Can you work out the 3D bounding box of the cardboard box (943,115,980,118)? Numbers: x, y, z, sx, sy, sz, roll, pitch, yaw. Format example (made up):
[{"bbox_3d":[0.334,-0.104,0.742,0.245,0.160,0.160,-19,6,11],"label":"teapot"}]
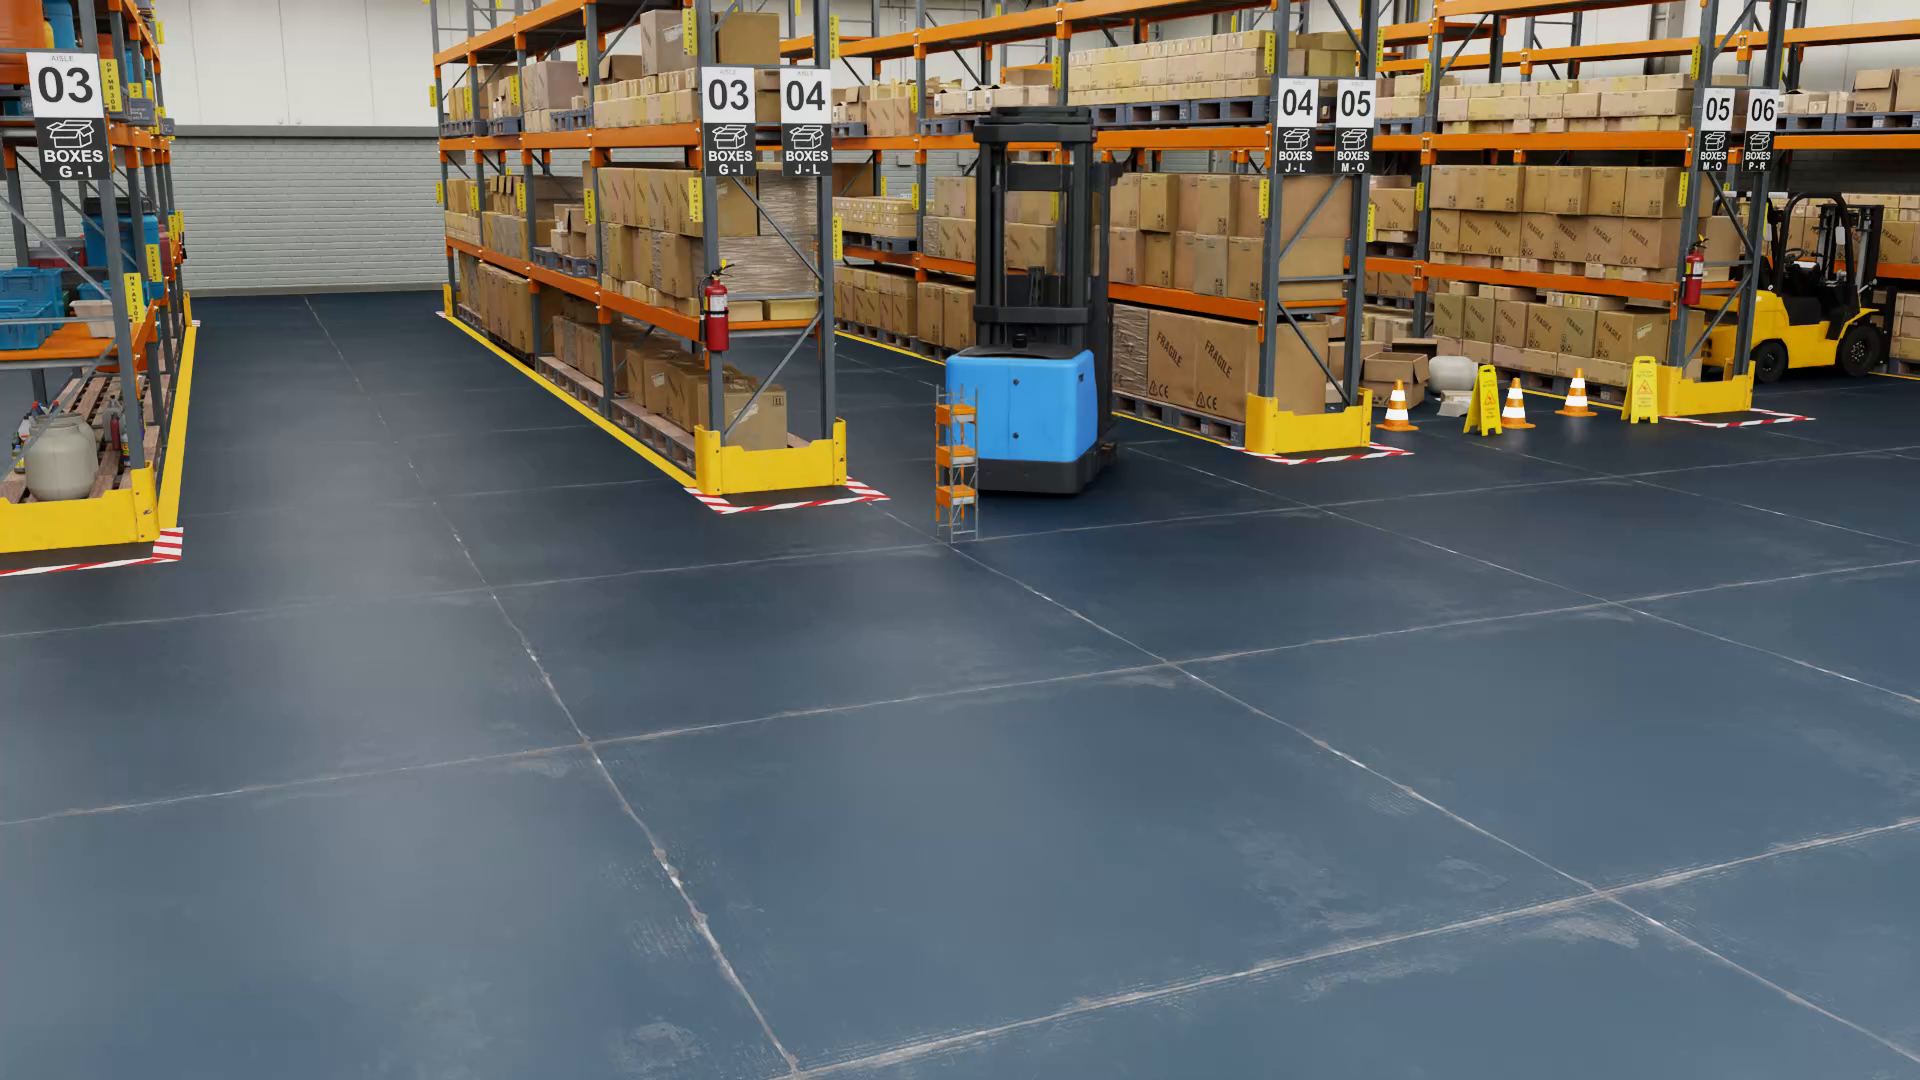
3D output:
[{"bbox_3d":[-0.067,-5.608,22.074,0.500,0.500,0.500,-6,14,-23],"label":"cardboard box"}]

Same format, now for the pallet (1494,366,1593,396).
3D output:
[{"bbox_3d":[6.809,-1.851,18.899,1.003,0.211,1.213,-6,14,-23],"label":"pallet"}]

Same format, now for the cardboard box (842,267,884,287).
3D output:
[{"bbox_3d":[-1.415,-3.848,24.293,0.500,0.250,0.500,-5,14,-21],"label":"cardboard box"}]

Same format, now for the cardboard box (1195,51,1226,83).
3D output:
[{"bbox_3d":[2.471,-4.269,15.029,0.500,0.250,0.500,-6,14,-23],"label":"cardboard box"}]

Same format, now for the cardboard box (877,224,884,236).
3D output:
[{"bbox_3d":[-0.902,-4.203,22.503,0.380,0.149,0.250,-5,14,-22],"label":"cardboard box"}]

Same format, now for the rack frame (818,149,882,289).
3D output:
[{"bbox_3d":[-1.684,-4.782,25.380,1.000,3.000,0.127,-6,14,-23],"label":"rack frame"}]

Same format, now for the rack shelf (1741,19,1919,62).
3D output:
[{"bbox_3d":[11.363,-6.011,19.866,1.077,0.370,4.000,-6,14,-23],"label":"rack shelf"}]

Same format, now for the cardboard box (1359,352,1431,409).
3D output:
[{"bbox_3d":[4.594,-1.689,17.552,0.637,0.503,0.797,6,14,26],"label":"cardboard box"}]

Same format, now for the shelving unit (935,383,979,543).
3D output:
[{"bbox_3d":[-0.021,-0.523,11.299,0.215,1.050,0.252,-6,14,-23],"label":"shelving unit"}]

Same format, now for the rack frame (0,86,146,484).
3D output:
[{"bbox_3d":[-6.001,-1.429,10.890,1.000,3.000,0.127,-6,14,-23],"label":"rack frame"}]

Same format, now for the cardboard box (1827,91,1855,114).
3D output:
[{"bbox_3d":[10.878,-5.362,20.376,0.396,0.266,0.258,-6,14,-24],"label":"cardboard box"}]

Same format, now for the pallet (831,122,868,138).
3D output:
[{"bbox_3d":[-1.117,-5.801,23.546,1.213,0.211,1.003,-6,14,-23],"label":"pallet"}]

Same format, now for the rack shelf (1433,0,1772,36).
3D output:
[{"bbox_3d":[6.816,-5.755,17.880,1.077,0.370,4.000,-6,14,-23],"label":"rack shelf"}]

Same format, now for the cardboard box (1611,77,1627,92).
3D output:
[{"bbox_3d":[6.970,-4.707,17.189,0.380,0.149,0.250,-6,14,-23],"label":"cardboard box"}]

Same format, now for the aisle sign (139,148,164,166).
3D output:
[{"bbox_3d":[-12.171,-6.042,25.058,0.394,0.787,0.004,-6,14,-23],"label":"aisle sign"}]

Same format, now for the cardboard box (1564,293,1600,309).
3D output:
[{"bbox_3d":[6.751,-2.581,17.936,0.380,0.149,0.250,-5,14,-22],"label":"cardboard box"}]

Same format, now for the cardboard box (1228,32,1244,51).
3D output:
[{"bbox_3d":[2.578,-4.374,14.601,0.380,0.149,0.250,-6,14,-23],"label":"cardboard box"}]

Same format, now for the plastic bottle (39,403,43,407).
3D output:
[{"bbox_3d":[-7.877,-1.035,14.263,0.097,0.271,0.097,0,13,0],"label":"plastic bottle"}]

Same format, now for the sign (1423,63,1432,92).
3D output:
[{"bbox_3d":[5.508,-5.452,19.600,0.100,0.325,0.005,-6,14,-23],"label":"sign"}]

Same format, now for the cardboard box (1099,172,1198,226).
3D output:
[{"bbox_3d":[1.963,-3.546,17.312,0.875,0.550,0.550,-6,14,-23],"label":"cardboard box"}]

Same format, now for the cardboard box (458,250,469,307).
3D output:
[{"bbox_3d":[-7.542,-4.226,26.757,0.875,0.875,0.875,-6,14,-23],"label":"cardboard box"}]

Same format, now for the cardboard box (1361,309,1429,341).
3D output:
[{"bbox_3d":[5.512,-2.778,21.617,0.950,0.372,0.625,-5,14,-19],"label":"cardboard box"}]

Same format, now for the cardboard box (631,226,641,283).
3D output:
[{"bbox_3d":[-2.481,-2.597,15.056,0.875,0.500,0.500,-6,14,-23],"label":"cardboard box"}]

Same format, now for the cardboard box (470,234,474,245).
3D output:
[{"bbox_3d":[-6.898,-4.372,24.166,0.380,0.149,0.250,-6,14,-24],"label":"cardboard box"}]

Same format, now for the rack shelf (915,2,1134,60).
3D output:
[{"bbox_3d":[0.719,-5.920,19.474,1.077,0.370,4.000,-6,14,-23],"label":"rack shelf"}]

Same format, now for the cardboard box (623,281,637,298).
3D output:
[{"bbox_3d":[-2.869,-2.300,15.213,0.380,0.149,0.250,-6,14,-23],"label":"cardboard box"}]

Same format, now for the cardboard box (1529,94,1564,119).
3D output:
[{"bbox_3d":[6.549,-4.701,18.048,0.500,0.250,0.500,-5,14,-22],"label":"cardboard box"}]

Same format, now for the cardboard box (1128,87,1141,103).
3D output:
[{"bbox_3d":[1.866,-4.353,16.277,0.380,0.149,0.250,-6,14,-23],"label":"cardboard box"}]

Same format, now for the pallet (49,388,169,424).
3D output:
[{"bbox_3d":[-8.446,-1.308,16.551,1.003,0.211,1.213,-6,14,-23],"label":"pallet"}]

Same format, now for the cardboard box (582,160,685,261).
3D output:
[{"bbox_3d":[-3.255,-3.376,17.042,1.000,1.000,1.000,-6,14,-23],"label":"cardboard box"}]

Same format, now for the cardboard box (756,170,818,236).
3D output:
[{"bbox_3d":[-1.433,-2.695,13.262,0.500,0.500,0.500,-6,14,-23],"label":"cardboard box"}]

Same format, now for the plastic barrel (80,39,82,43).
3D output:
[{"bbox_3d":[-9.075,-4.598,16.819,0.600,0.901,0.600,0,13,0],"label":"plastic barrel"}]

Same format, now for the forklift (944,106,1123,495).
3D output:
[{"bbox_3d":[0.725,-2.062,13.781,1.130,2.935,3.031,3,13,14],"label":"forklift"}]

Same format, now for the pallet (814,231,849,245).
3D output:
[{"bbox_3d":[-1.512,-4.518,24.663,1.003,0.211,1.213,-6,14,-23],"label":"pallet"}]

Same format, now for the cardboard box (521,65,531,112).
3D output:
[{"bbox_3d":[-4.715,-5.162,19.038,0.500,0.500,0.500,-5,14,-22],"label":"cardboard box"}]

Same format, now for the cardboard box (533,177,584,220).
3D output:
[{"bbox_3d":[-4.945,-4.219,20.499,0.797,0.503,0.637,-5,14,-21],"label":"cardboard box"}]

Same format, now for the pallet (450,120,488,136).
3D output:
[{"bbox_3d":[-7.073,-6.195,25.028,1.003,0.211,1.213,-6,14,-23],"label":"pallet"}]

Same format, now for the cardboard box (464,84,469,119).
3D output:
[{"bbox_3d":[-6.849,-6.386,24.284,0.700,0.500,0.500,-5,14,-20],"label":"cardboard box"}]

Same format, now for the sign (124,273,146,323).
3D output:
[{"bbox_3d":[-5.495,-1.612,11.069,0.100,0.325,0.005,-6,14,-23],"label":"sign"}]

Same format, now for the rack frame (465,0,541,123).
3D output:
[{"bbox_3d":[-6.270,-7.278,22.858,1.000,3.000,0.127,-6,14,-23],"label":"rack frame"}]

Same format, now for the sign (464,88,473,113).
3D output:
[{"bbox_3d":[-6.778,-6.056,22.911,0.100,0.325,0.005,-6,14,-23],"label":"sign"}]

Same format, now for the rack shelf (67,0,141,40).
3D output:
[{"bbox_3d":[-8.404,-5.046,15.695,1.077,0.370,4.000,-6,14,-23],"label":"rack shelf"}]

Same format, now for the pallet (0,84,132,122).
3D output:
[{"bbox_3d":[-6.243,-2.978,11.349,1.003,0.211,1.213,-6,14,-23],"label":"pallet"}]

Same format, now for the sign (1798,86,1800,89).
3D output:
[{"bbox_3d":[11.070,-5.849,22.014,0.100,0.325,0.005,-6,14,-23],"label":"sign"}]

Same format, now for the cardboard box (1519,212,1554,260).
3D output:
[{"bbox_3d":[6.568,-3.366,18.379,0.500,0.500,0.500,-5,14,-22],"label":"cardboard box"}]

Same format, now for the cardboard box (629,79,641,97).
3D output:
[{"bbox_3d":[-2.660,-3.924,14.467,0.380,0.149,0.250,-6,14,-24],"label":"cardboard box"}]

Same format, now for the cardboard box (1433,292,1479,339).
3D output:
[{"bbox_3d":[6.004,-2.681,19.807,0.500,0.500,0.500,-5,14,-20],"label":"cardboard box"}]

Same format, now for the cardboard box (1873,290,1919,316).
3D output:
[{"bbox_3d":[11.273,-2.848,19.970,0.500,0.250,0.500,-5,14,-22],"label":"cardboard box"}]

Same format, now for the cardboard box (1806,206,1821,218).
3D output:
[{"bbox_3d":[10.818,-4.105,20.793,0.380,0.149,0.250,-6,14,-24],"label":"cardboard box"}]

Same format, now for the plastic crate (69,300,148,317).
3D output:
[{"bbox_3d":[-6.721,-1.814,13.139,0.530,0.136,0.437,-6,14,-23],"label":"plastic crate"}]

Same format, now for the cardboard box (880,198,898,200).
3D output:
[{"bbox_3d":[-0.934,-4.875,24.086,0.380,0.149,0.250,-6,14,-25],"label":"cardboard box"}]

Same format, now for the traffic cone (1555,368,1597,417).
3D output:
[{"bbox_3d":[6.263,-1.507,16.857,0.336,0.463,0.334,-6,14,-23],"label":"traffic cone"}]

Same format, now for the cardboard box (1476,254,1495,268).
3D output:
[{"bbox_3d":[6.198,-3.227,19.218,0.380,0.149,0.250,-5,14,-21],"label":"cardboard box"}]

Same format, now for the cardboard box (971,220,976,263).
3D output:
[{"bbox_3d":[0.456,-3.575,19.943,0.500,0.500,0.500,-6,14,-24],"label":"cardboard box"}]

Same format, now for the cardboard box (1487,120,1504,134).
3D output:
[{"bbox_3d":[6.233,-4.694,18.904,0.380,0.149,0.250,-5,14,-21],"label":"cardboard box"}]
